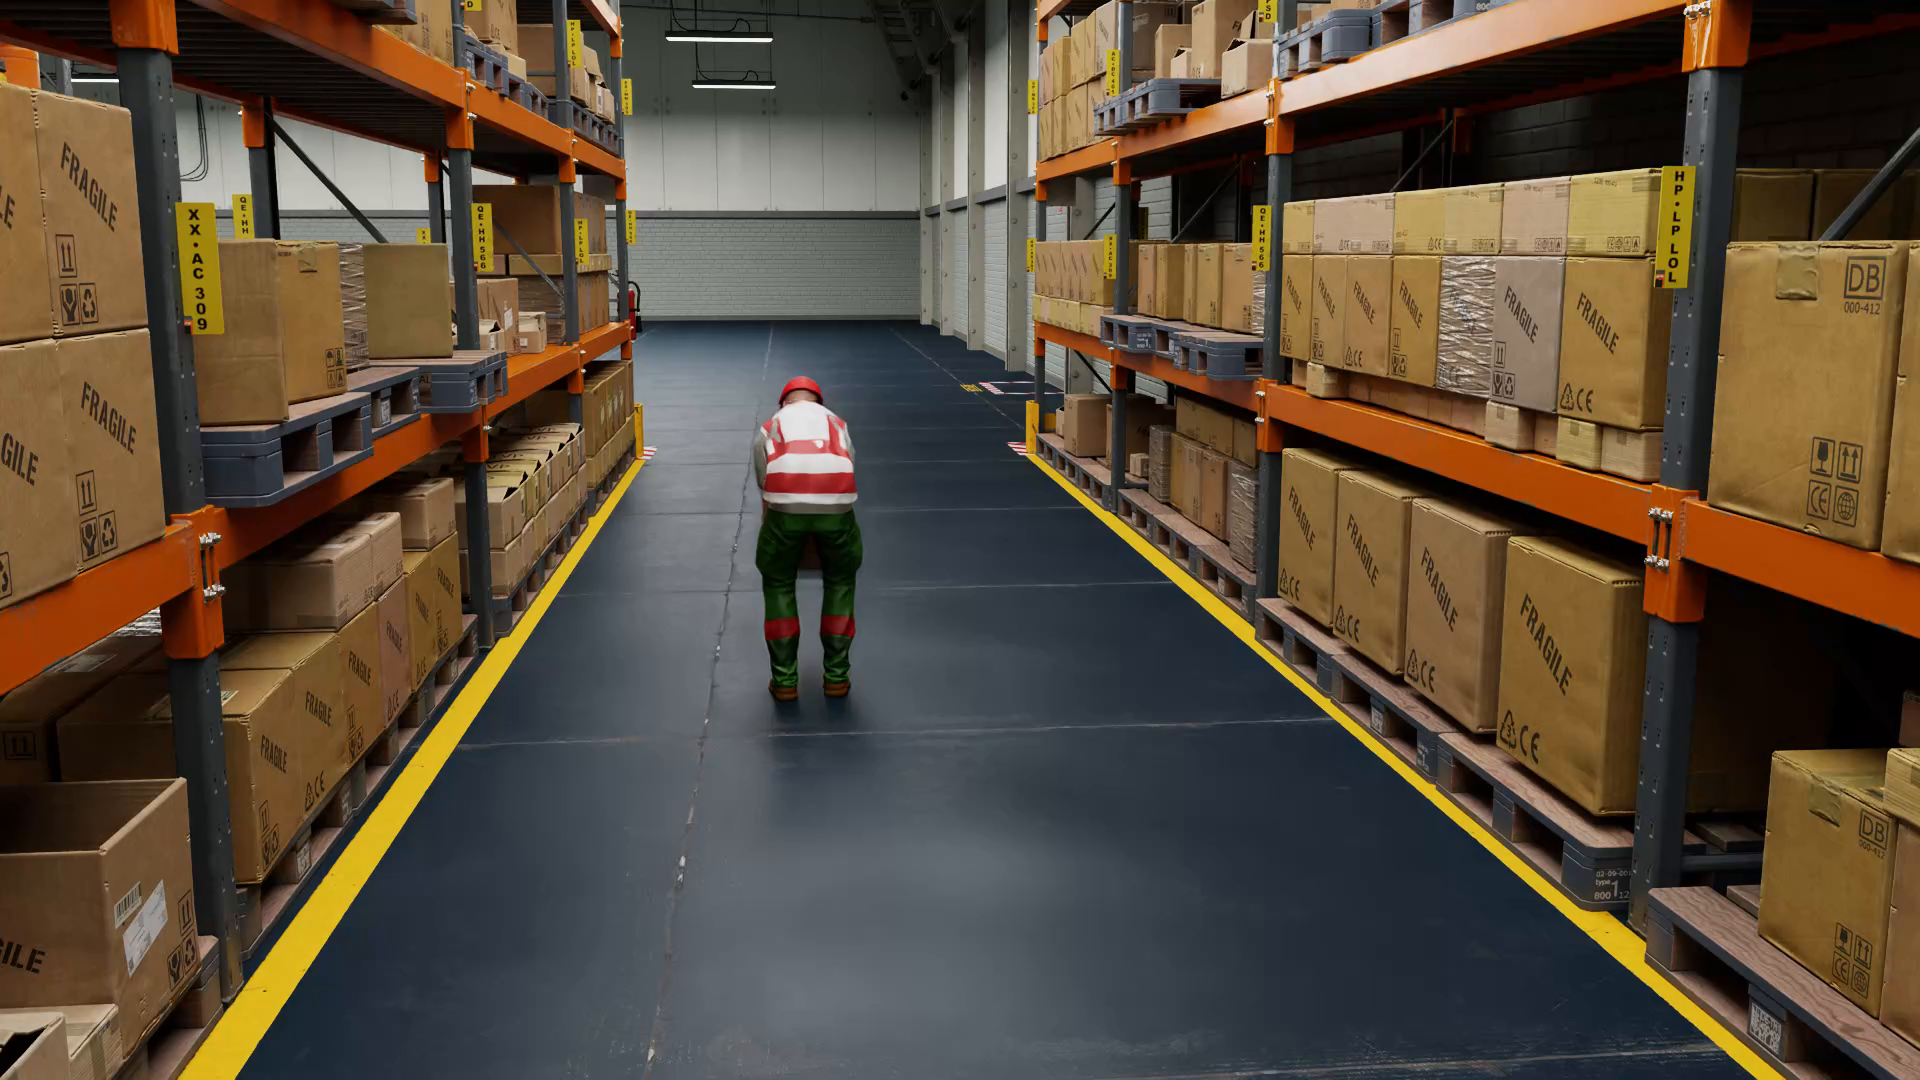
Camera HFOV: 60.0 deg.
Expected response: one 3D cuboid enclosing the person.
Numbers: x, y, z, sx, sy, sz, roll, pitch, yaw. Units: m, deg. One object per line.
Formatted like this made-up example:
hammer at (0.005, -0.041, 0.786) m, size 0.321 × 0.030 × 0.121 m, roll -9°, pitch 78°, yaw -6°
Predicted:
person at (-0.698, -0.029, 7.614) m, size 0.480 × 1.401 × 0.887 m, roll -1°, pitch 10°, yaw -7°
